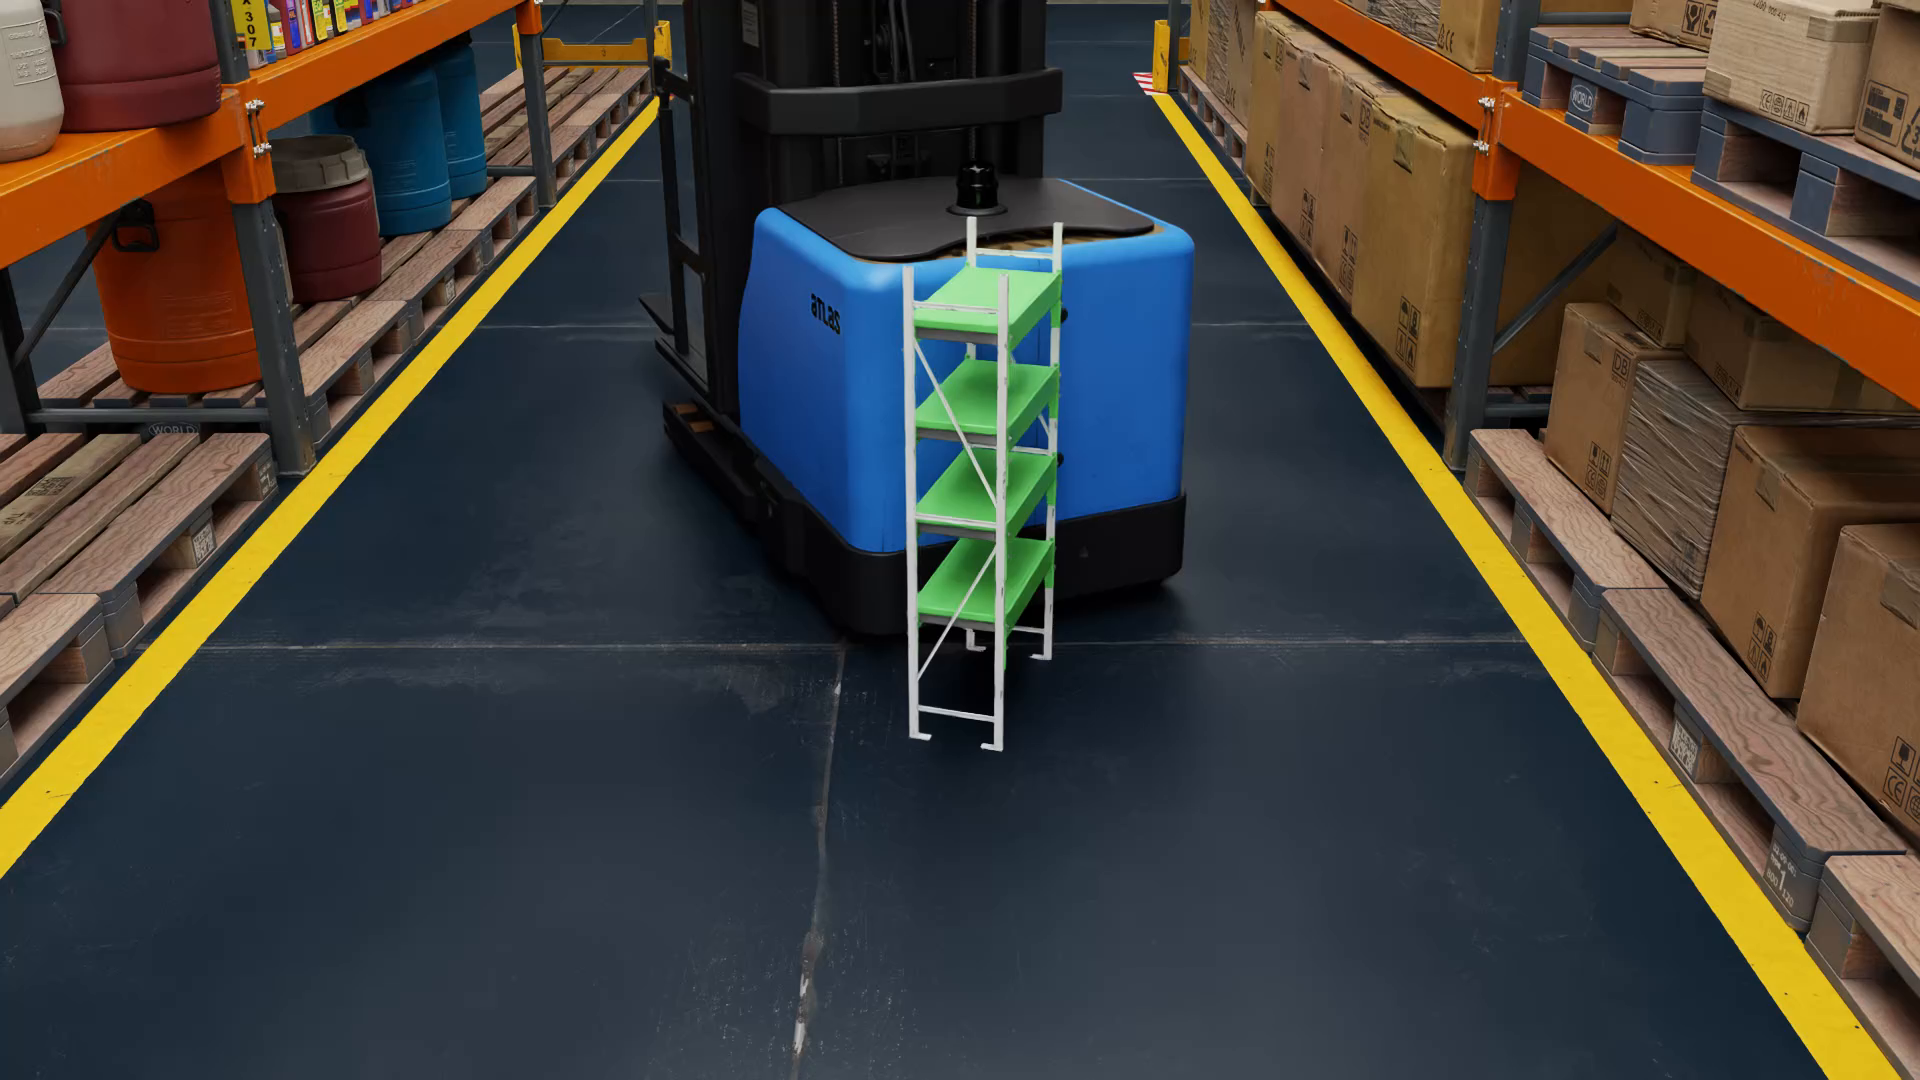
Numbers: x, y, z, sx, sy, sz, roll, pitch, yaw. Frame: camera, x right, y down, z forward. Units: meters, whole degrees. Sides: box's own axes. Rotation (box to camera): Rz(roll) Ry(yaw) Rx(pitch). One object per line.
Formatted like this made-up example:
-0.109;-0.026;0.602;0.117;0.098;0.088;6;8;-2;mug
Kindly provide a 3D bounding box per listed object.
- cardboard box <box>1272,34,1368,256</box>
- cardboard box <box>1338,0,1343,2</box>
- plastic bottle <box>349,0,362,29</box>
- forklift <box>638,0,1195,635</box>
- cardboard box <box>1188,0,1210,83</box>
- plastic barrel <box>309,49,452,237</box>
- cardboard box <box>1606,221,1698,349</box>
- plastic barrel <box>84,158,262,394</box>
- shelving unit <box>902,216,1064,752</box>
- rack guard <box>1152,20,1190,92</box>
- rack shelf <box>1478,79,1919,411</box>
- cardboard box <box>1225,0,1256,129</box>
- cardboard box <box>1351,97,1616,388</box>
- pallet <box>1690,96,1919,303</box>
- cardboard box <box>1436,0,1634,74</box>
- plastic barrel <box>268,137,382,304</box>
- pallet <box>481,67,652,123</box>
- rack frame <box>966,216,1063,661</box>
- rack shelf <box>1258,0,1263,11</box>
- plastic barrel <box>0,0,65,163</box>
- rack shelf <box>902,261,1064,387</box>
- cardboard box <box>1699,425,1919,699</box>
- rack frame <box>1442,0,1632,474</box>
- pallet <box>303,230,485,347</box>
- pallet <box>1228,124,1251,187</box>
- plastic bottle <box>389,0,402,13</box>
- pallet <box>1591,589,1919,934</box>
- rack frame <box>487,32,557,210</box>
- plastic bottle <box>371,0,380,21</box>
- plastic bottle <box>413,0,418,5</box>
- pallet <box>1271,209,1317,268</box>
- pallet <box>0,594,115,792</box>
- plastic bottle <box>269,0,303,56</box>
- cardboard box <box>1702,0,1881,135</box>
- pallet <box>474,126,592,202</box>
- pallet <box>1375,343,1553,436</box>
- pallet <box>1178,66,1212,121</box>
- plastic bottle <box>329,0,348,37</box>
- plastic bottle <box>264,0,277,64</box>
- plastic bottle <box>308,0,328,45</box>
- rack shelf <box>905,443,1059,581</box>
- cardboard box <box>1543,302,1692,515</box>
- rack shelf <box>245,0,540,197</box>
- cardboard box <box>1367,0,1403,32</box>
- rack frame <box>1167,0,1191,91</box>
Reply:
2.195;-1.864;7.799;1.225;0.875;0.875;-1;24;-2;cardboard box
1.924;-2.714;7.489;0.500;0.500;0.500;-1;24;-2;cardboard box
-2.417;-2.151;6.523;0.097;0.271;0.097;0;24;0;plastic bottle
-0.415;-1.655;5.352;1.130;2.935;3.031;-11;26;-22;forklift
2.201;-3.880;12.258;0.875;0.875;0.875;0;24;-1;cardboard box
-2.799;-1.969;8.001;0.600;0.901;0.708;0;24;-1;plastic barrel
2.238;-0.751;4.860;0.500;0.250;0.500;1;24;2;cardboard box
-2.774;-1.006;5.958;0.600;0.830;0.708;0;24;-1;plastic barrel
0.062;-0.139;4.101;0.258;1.200;0.503;7;25;16;shelving unit
2.113;-3.791;13.026;1.175;0.500;0.348;0;24;-1;rack guard
2.223;-0.472;3.527;1.077;0.370;4.000;0;24;-1;rack shelf
2.220;-3.139;10.618;0.875;0.875;0.875;0;24;-1;cardboard box
2.214;-1.132;6.181;1.225;0.875;0.875;-1;24;-3;cardboard box
2.263;-0.721;3.437;1.003;0.211;1.213;0;24;-1;pallet
1.948;-1.872;5.627;0.500;0.500;0.500;0;24;1;cardboard box
-2.787;-1.361;7.036;0.600;0.588;0.708;0;24;-1;plastic barrel
-2.869;-3.288;12.263;1.003;0.211;1.213;0;24;-1;pallet
0.134;-0.235;4.313;0.240;1.200;0.015;7;25;16;rack frame
2.135;-3.769;10.815;1.077;0.370;4.000;0;24;-1;rack shelf
-2.527;-1.230;4.193;0.421;0.512;0.421;0;24;0;plastic barrel
0.062;-0.518;3.929;0.258;0.148;0.480;7;25;16;rack shelf
2.260;0.053;3.993;0.700;0.500;0.500;2;24;4;cardboard box
2.201;-1.624;5.201;1.000;3.000;0.127;0;24;-1;rack frame
-2.813;-1.157;7.553;1.003;0.211;1.213;0;24;-1;pallet
2.227;-2.315;10.113;1.003;0.211;1.213;0;24;-1;pallet
-2.446;-2.396;6.968;0.144;0.351;0.185;0;24;-1;plastic bottle
2.218;0.470;3.954;1.003;0.211;1.213;0;24;-1;pallet
-2.795;-3.250;8.796;1.000;3.000;0.127;0;24;-1;rack frame
-2.420;-2.247;6.733;0.097;0.271;0.097;0;24;0;plastic bottle
-2.426;-2.441;7.249;0.097;0.201;0.097;0;24;0;plastic bottle
2.241;-1.684;8.717;1.003;0.211;1.213;0;24;-1;pallet
-2.772;0.490;3.911;1.003;0.211;1.213;0;24;-1;pallet
-2.391;-1.864;5.873;0.061;0.283;0.133;0;24;-1;plastic bottle
1.989;-1.055;3.616;0.500;0.250;0.500;-1;24;-2;cardboard box
-2.842;-2.282;10.040;1.003;0.211;1.213;0;24;-1;pallet
2.268;-0.679;6.494;1.003;0.211;1.213;0;24;-1;pallet
2.201;-3.321;12.336;1.003;0.211;1.213;0;24;-1;pallet
-2.397;-2.069;6.327;0.061;0.283;0.133;0;24;-1;plastic bottle
-2.407;-1.771;5.681;0.097;0.271;0.097;0;24;0;plastic bottle
-2.394;-1.974;6.117;0.061;0.283;0.133;0;24;-1;plastic bottle
0.062;-0.080;4.127;0.258;0.148;0.480;7;25;16;rack shelf
2.228;-0.409;5.015;0.700;0.500;0.500;-2;24;-3;cardboard box
-2.774;-2.098;7.122;1.077;0.370;4.000;0;24;-1;rack shelf
1.939;-2.291;6.554;0.500;0.500;0.500;-1;24;-2;cardboard box
2.114;-4.920;12.489;1.000;3.000;0.127;0;24;-1;rack frame
